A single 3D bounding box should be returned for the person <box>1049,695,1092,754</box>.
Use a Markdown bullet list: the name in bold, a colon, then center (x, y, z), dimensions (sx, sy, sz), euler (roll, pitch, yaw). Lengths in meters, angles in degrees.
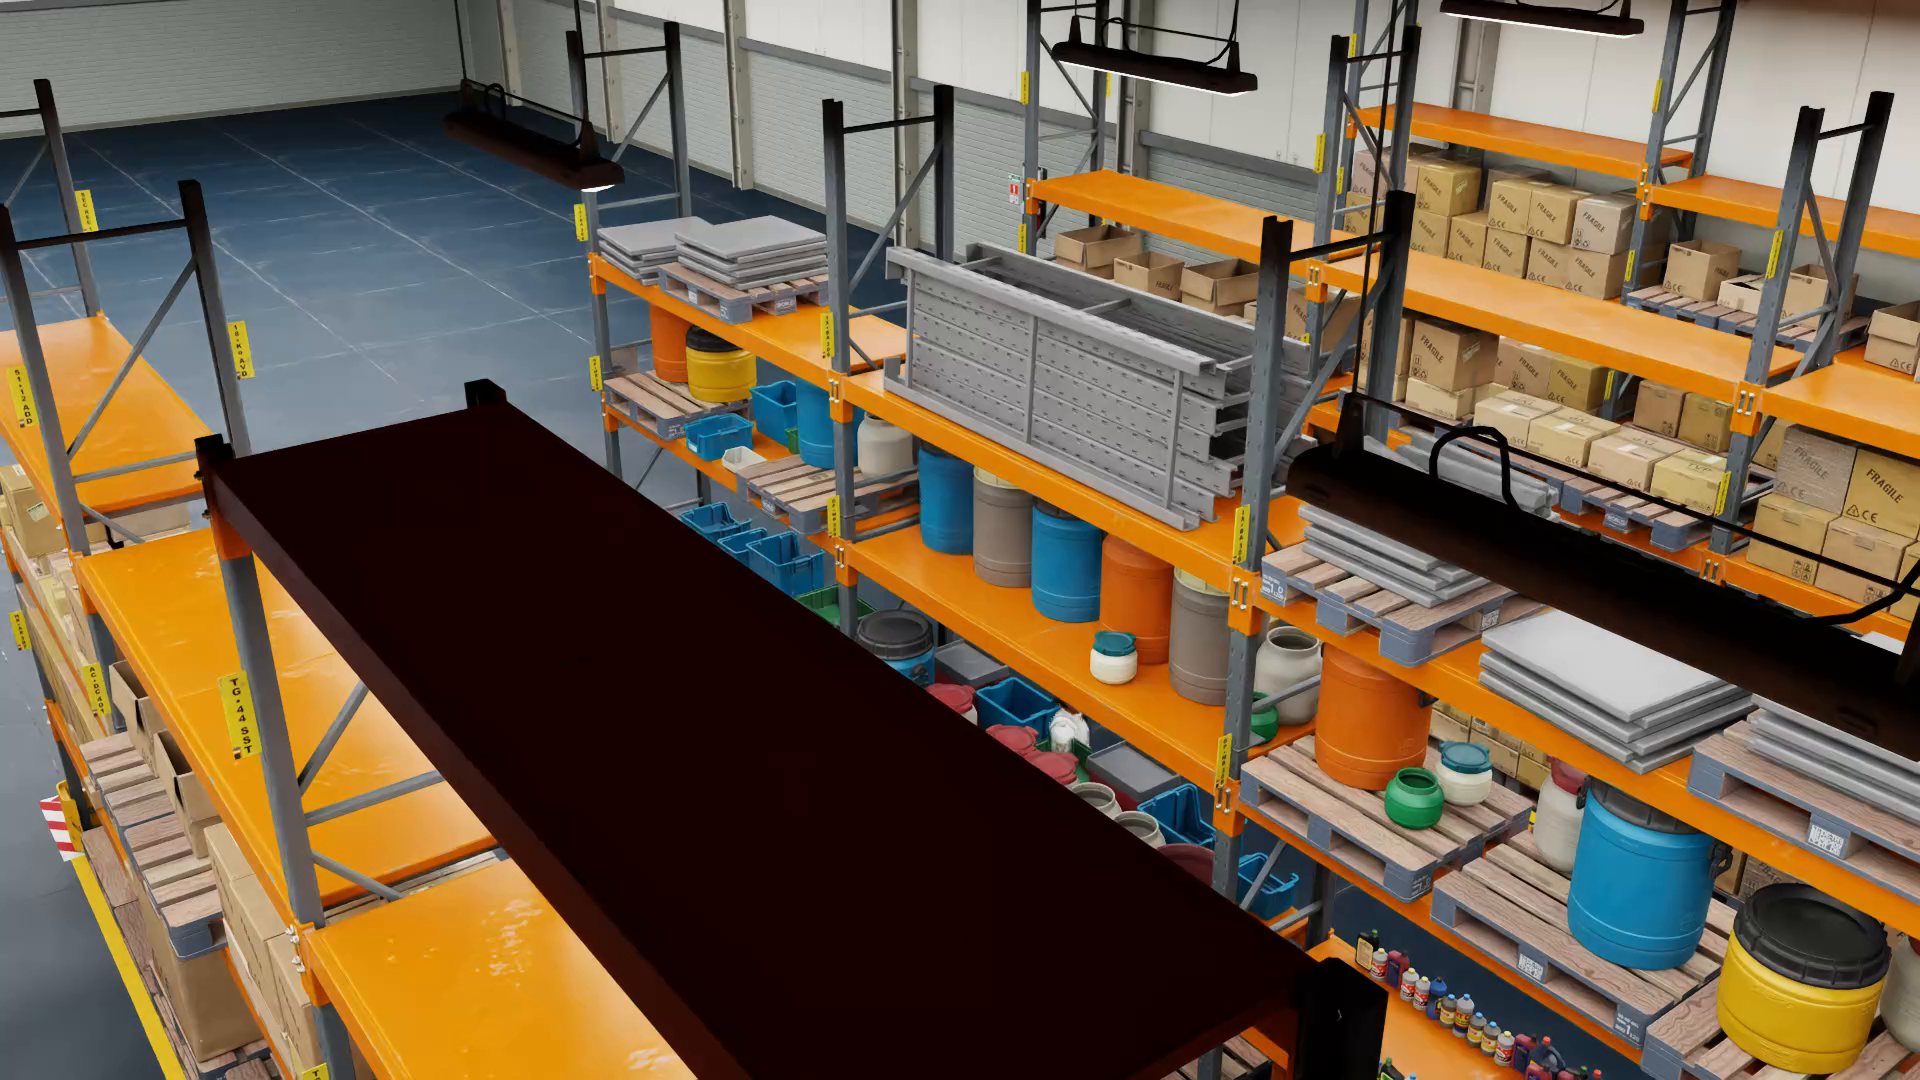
- **person**: center (0.792, 1.794, 12.648), dimensions (0.432, 1.681, 0.505), euler (4, 25, 9)
